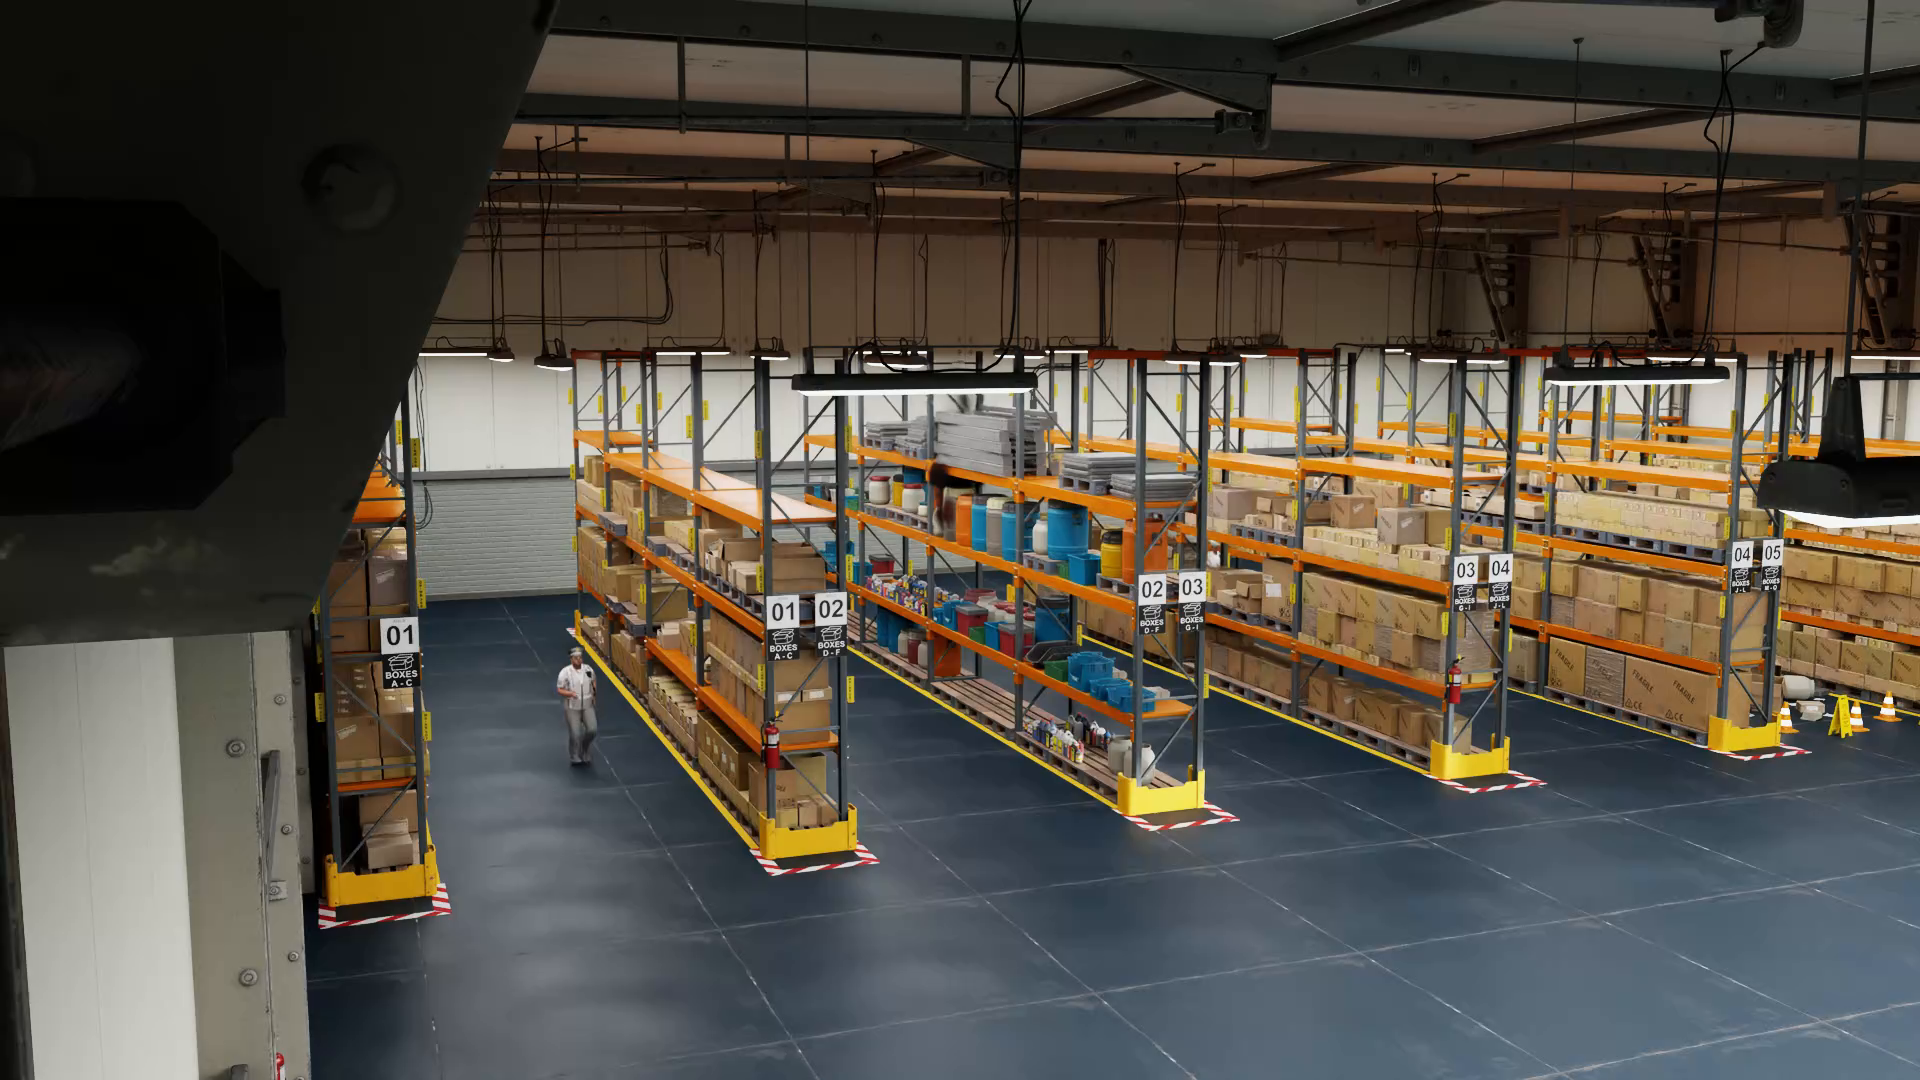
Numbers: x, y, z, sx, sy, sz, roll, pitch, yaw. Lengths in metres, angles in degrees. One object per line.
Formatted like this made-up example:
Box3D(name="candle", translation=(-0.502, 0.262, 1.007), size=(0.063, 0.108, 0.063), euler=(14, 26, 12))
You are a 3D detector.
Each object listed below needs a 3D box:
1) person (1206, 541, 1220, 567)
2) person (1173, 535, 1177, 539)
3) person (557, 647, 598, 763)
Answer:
Box3D(name="person", translation=(5.716, 0.850, 37.334), size=(0.605, 1.654, 0.923), euler=(-3, 8, -23))
Box3D(name="person", translation=(5.008, 0.707, 38.955), size=(0.635, 1.652, 0.843), euler=(-1, 7, -8))
Box3D(name="person", translation=(-5.555, 2.441, 24.360), size=(0.640, 1.760, 0.645), euler=(-4, 8, -29))
